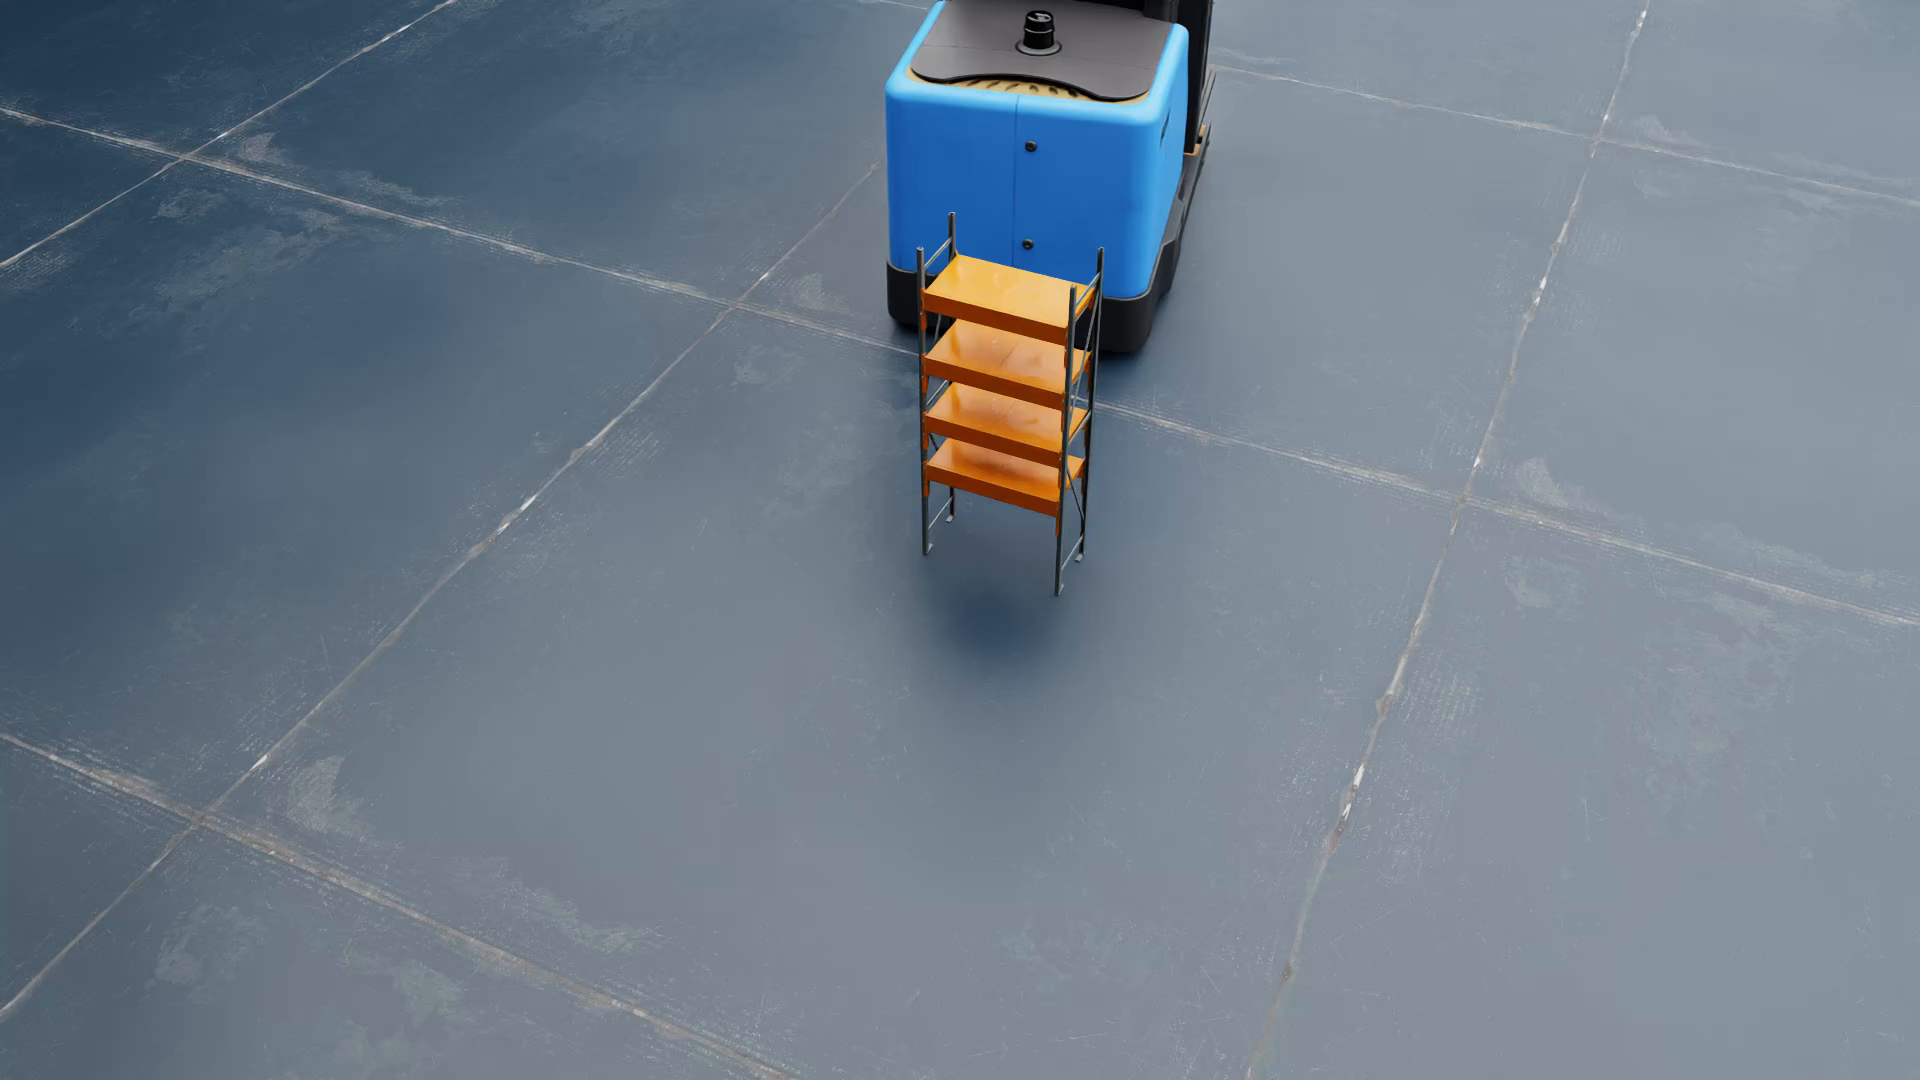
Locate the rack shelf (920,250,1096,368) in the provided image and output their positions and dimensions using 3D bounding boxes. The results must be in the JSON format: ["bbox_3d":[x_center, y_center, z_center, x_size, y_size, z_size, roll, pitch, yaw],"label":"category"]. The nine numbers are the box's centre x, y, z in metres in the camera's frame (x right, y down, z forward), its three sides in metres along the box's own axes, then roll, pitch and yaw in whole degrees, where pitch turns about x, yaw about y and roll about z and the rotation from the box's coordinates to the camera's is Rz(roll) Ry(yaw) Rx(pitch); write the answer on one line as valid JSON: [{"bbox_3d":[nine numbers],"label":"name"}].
[{"bbox_3d":[0.150,-0.705,5.047,0.480,0.148,0.258,17,44,19],"label":"rack shelf"}]

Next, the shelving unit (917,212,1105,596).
[{"bbox_3d":[0.150,-0.408,5.304,0.503,1.200,0.258,17,44,19],"label":"shelving unit"}]

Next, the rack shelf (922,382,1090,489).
[{"bbox_3d":[0.150,-0.357,5.348,0.480,0.148,0.258,17,44,19],"label":"rack shelf"}]

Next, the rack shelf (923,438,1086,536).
[{"bbox_3d":[0.150,-0.207,5.478,0.480,0.148,0.258,17,44,19],"label":"rack shelf"}]

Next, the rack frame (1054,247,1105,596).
[{"bbox_3d":[0.371,-0.340,5.226,0.015,1.200,0.240,17,44,19],"label":"rack frame"}]

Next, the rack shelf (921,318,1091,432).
[{"bbox_3d":[0.150,-0.526,5.202,0.480,0.148,0.258,17,44,19],"label":"rack shelf"}]

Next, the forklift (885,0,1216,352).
[{"bbox_3d":[0.555,-2.814,6.759,1.130,2.935,3.031,9,42,10],"label":"forklift"}]

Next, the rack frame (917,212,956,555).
[{"bbox_3d":[-0.071,-0.475,5.382,0.015,1.200,0.240,17,44,19],"label":"rack frame"}]
